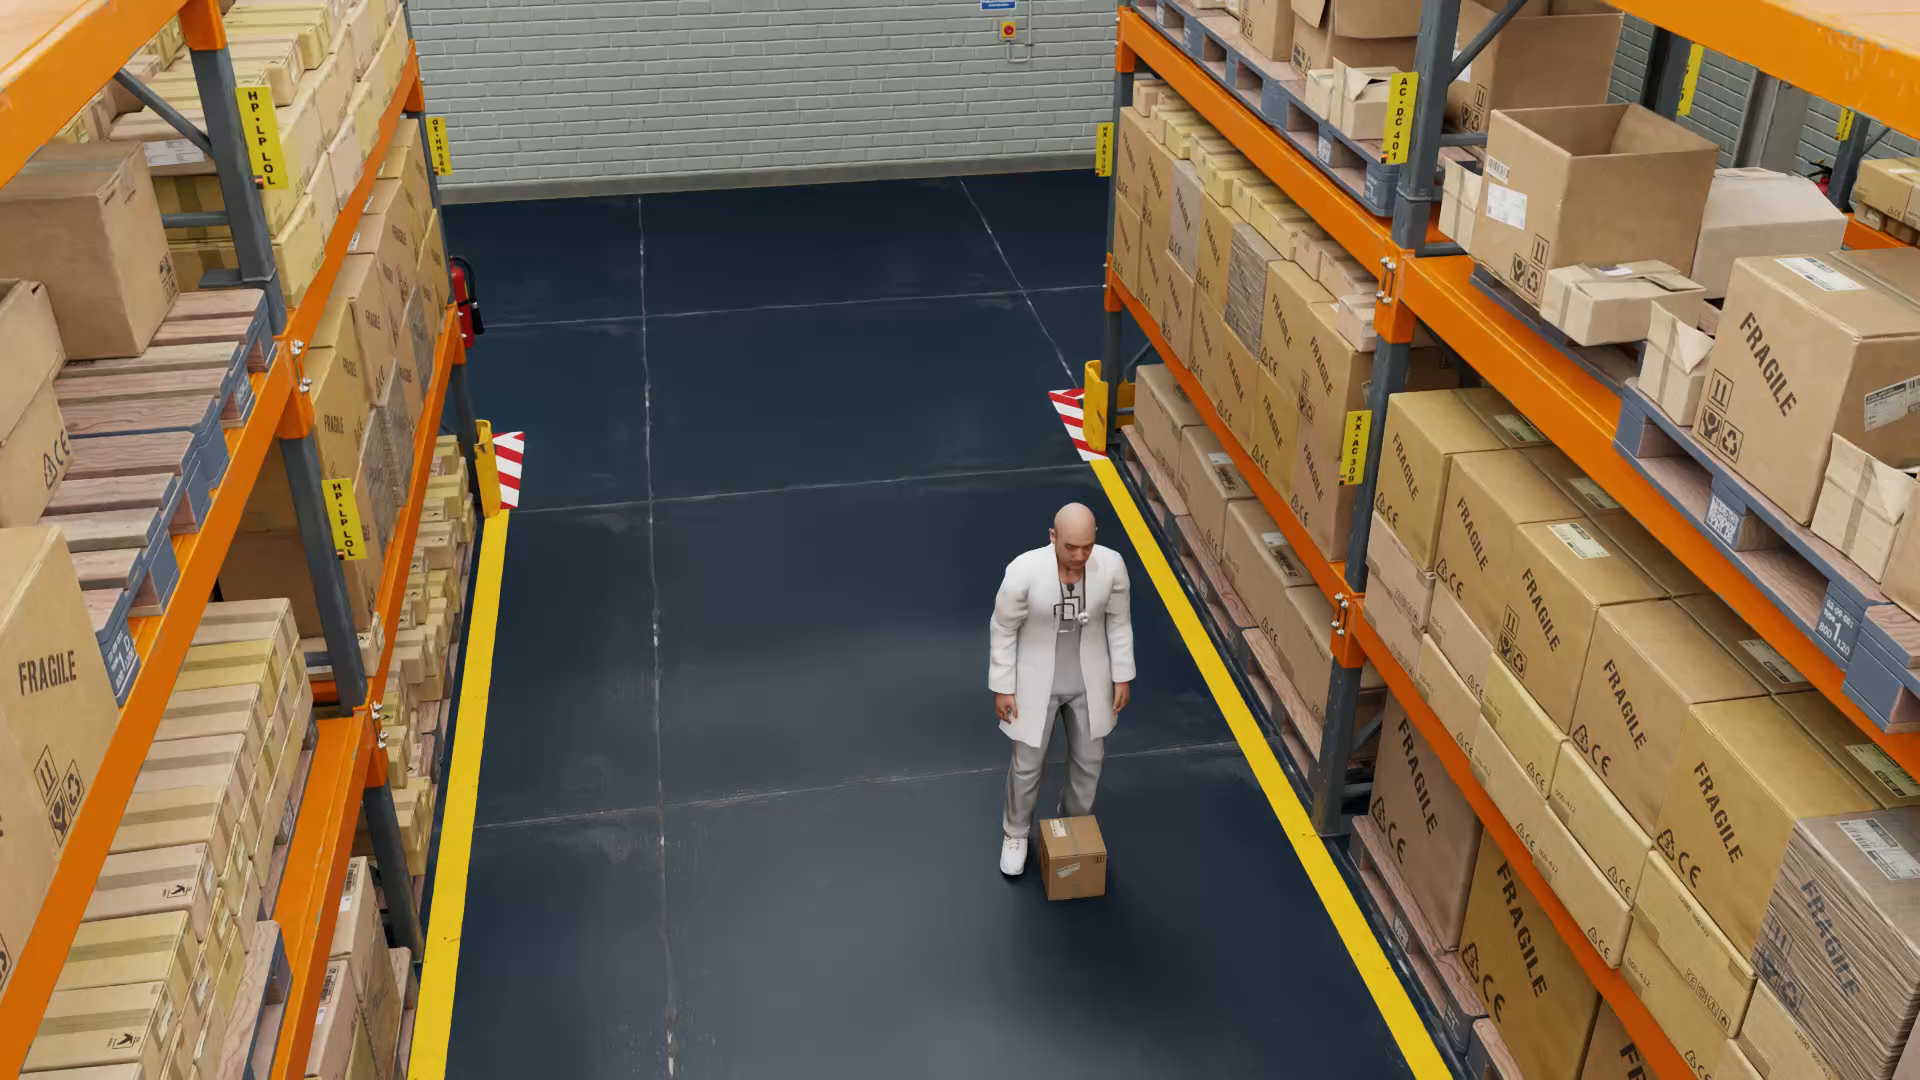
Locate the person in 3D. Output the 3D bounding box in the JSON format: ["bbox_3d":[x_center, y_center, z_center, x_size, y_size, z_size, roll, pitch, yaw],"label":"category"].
[{"bbox_3d":[0.435,0.612,7.107,0.643,1.775,0.422,-5,31,-9],"label":"person"}]
